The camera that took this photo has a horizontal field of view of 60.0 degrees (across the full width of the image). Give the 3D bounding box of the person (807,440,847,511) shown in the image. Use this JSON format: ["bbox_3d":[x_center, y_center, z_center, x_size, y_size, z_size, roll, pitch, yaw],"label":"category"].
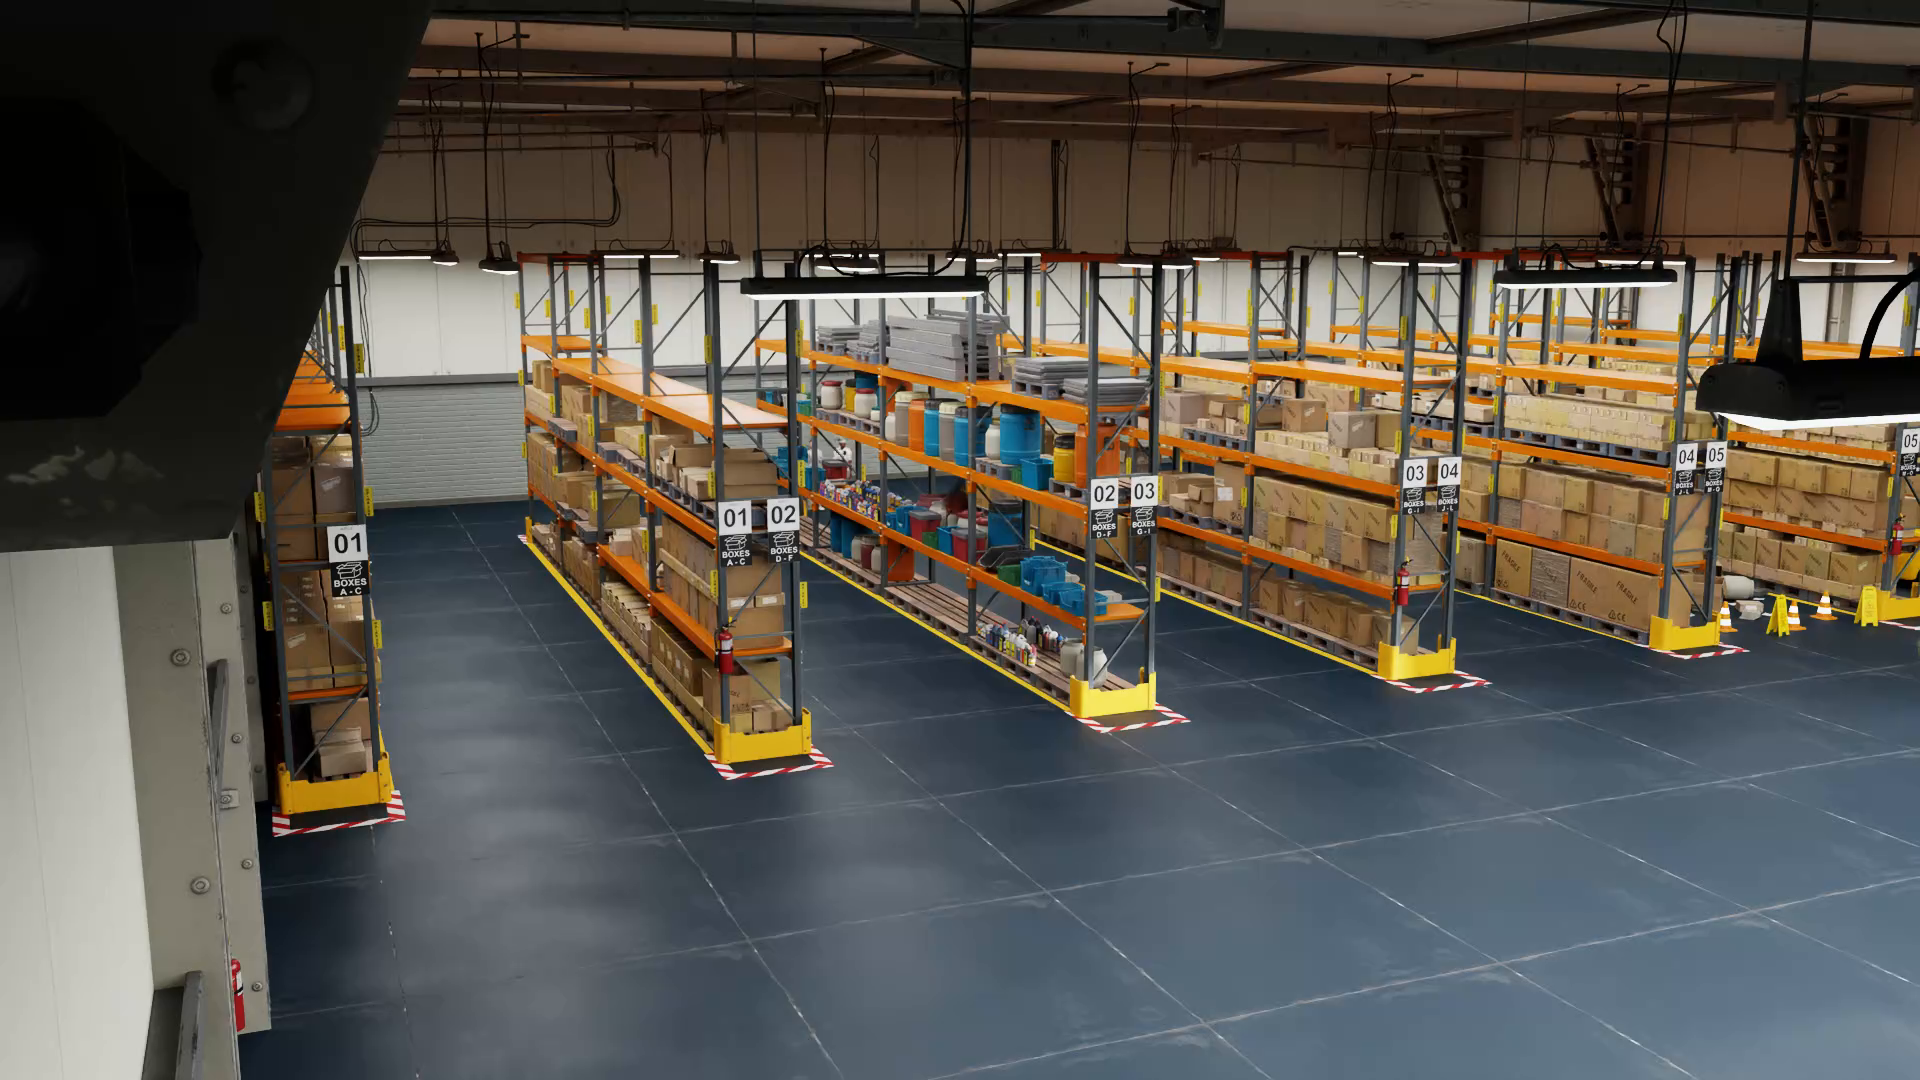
[{"bbox_3d":[-2.757,-0.880,35.251,6.036,1.689,4.942,9,14,41],"label":"person"}]

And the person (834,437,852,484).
[{"bbox_3d":[-2.732,-1.592,39.028,0.515,1.671,0.444,-9,13,-39],"label":"person"}]
